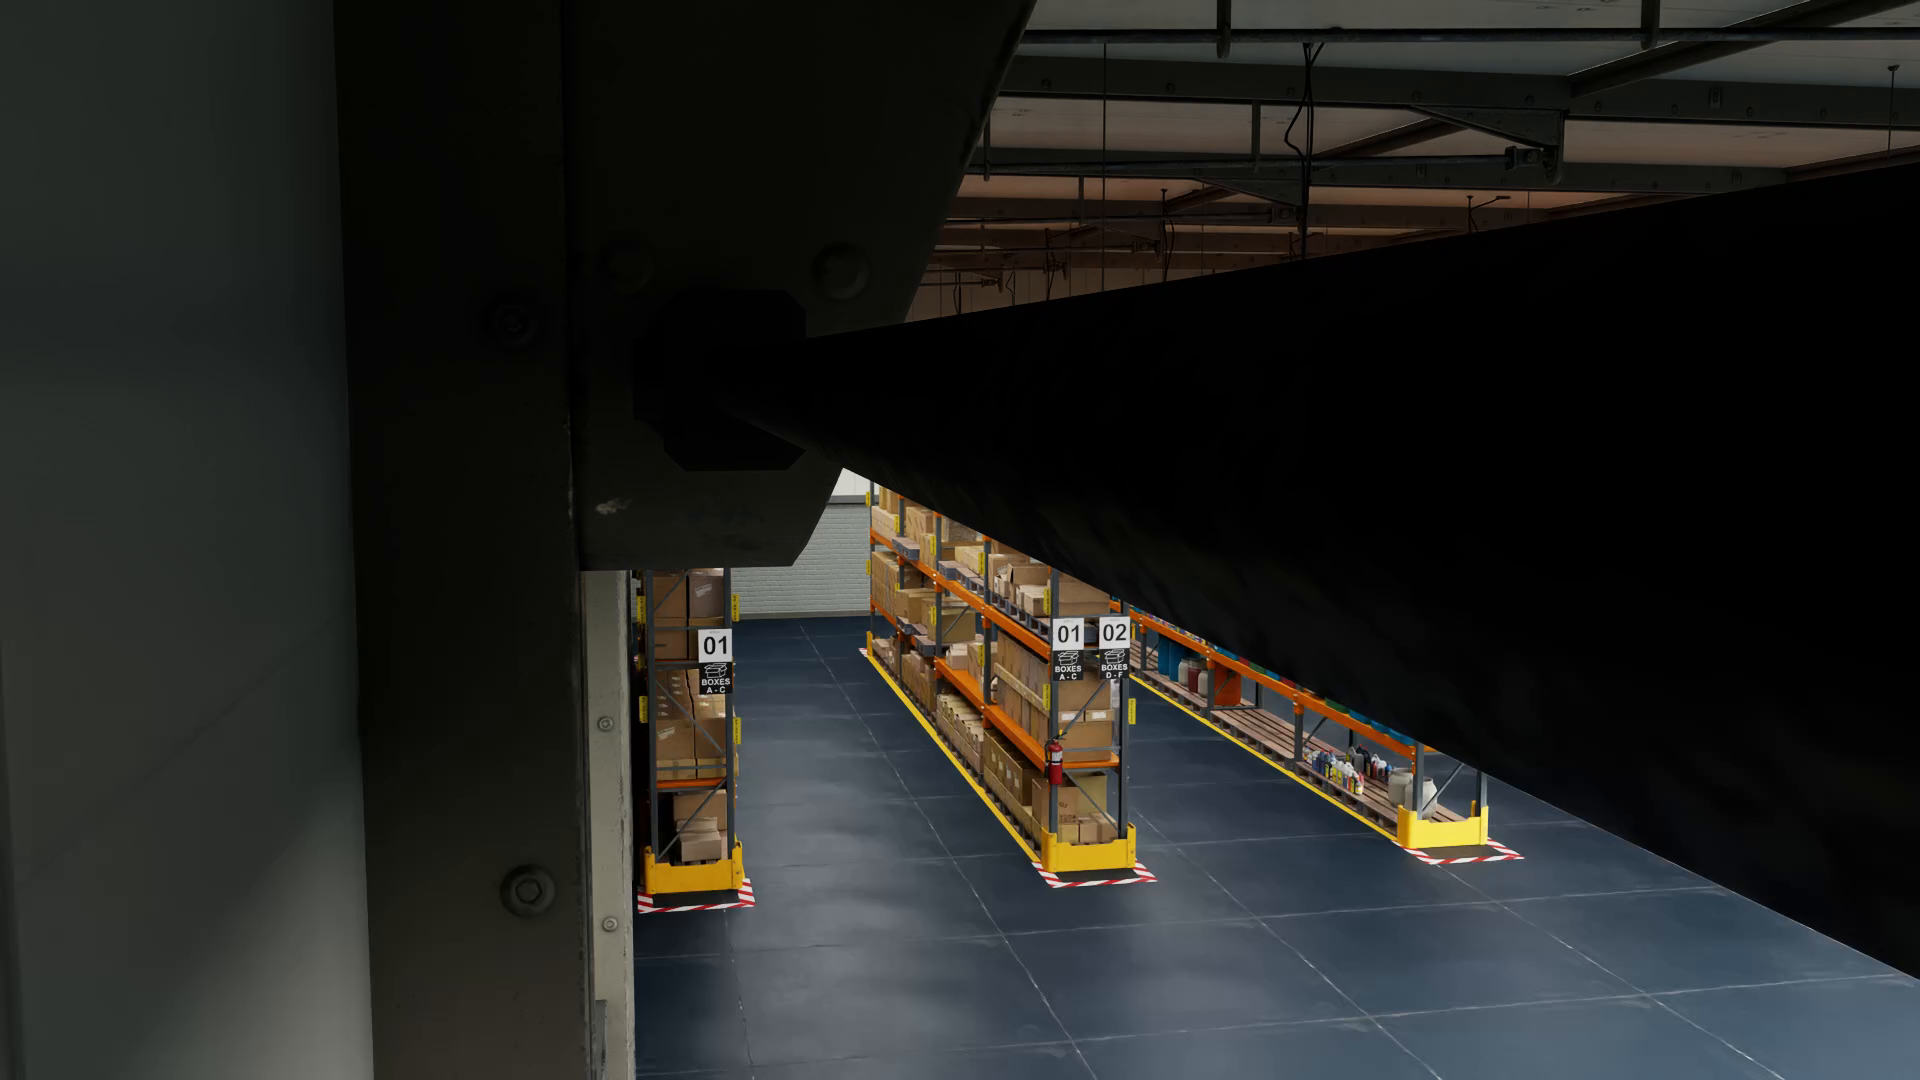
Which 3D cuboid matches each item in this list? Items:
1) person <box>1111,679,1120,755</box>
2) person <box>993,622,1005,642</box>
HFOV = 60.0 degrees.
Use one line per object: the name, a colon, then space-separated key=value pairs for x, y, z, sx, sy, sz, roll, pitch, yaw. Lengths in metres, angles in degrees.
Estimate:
person: x=2.425 y=2.703 z=26.734 sx=0.463 sy=1.637 sz=0.914 roll=0 pitch=6 yaw=4
person: x=0.846 y=1.749 z=36.423 sx=0.561 sy=1.617 sz=0.459 roll=-4 pitch=7 yaw=-36
